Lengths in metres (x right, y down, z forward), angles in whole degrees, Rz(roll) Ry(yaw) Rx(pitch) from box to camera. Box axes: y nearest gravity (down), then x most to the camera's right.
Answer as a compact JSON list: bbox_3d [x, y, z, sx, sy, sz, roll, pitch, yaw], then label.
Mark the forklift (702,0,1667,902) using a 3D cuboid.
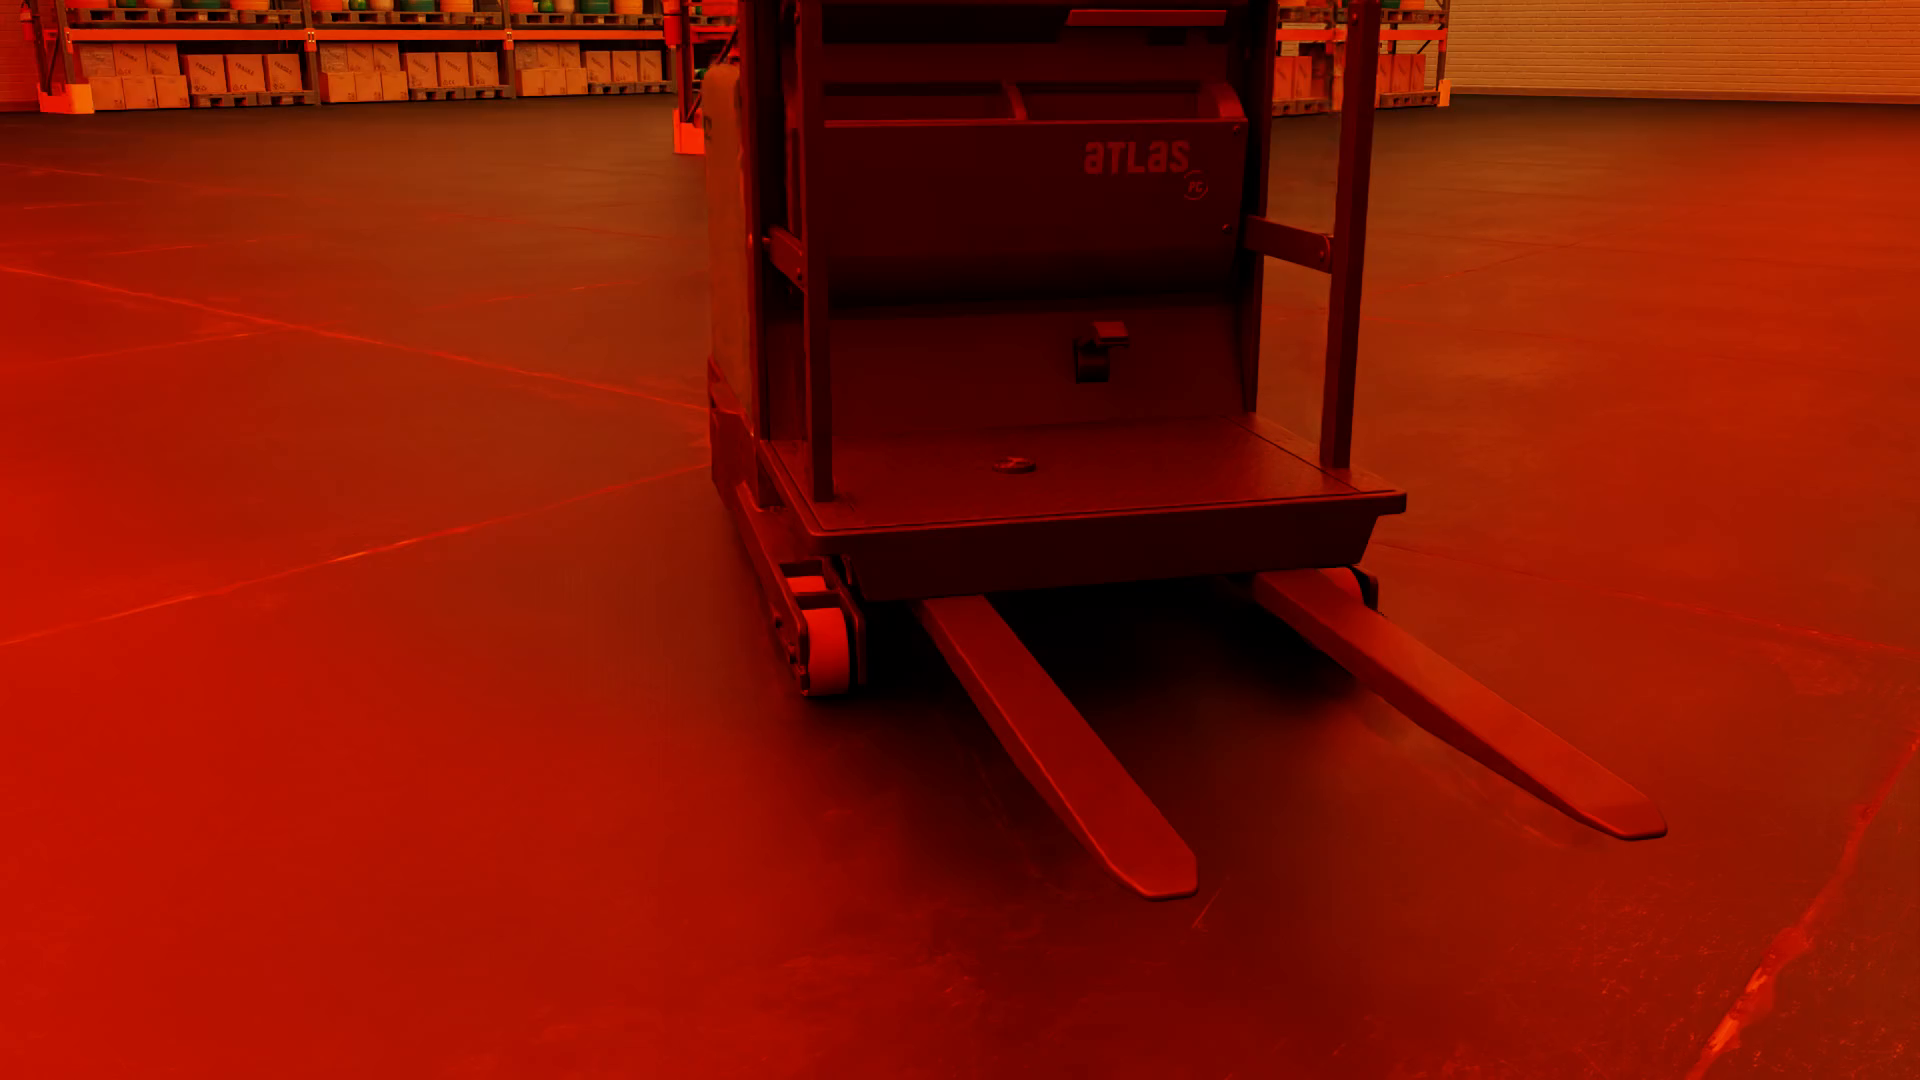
[{"bbox_3d":[0.168,-1.239,2.979,1.130,2.935,3.031,-4,17,-13],"label":"forklift"}]
